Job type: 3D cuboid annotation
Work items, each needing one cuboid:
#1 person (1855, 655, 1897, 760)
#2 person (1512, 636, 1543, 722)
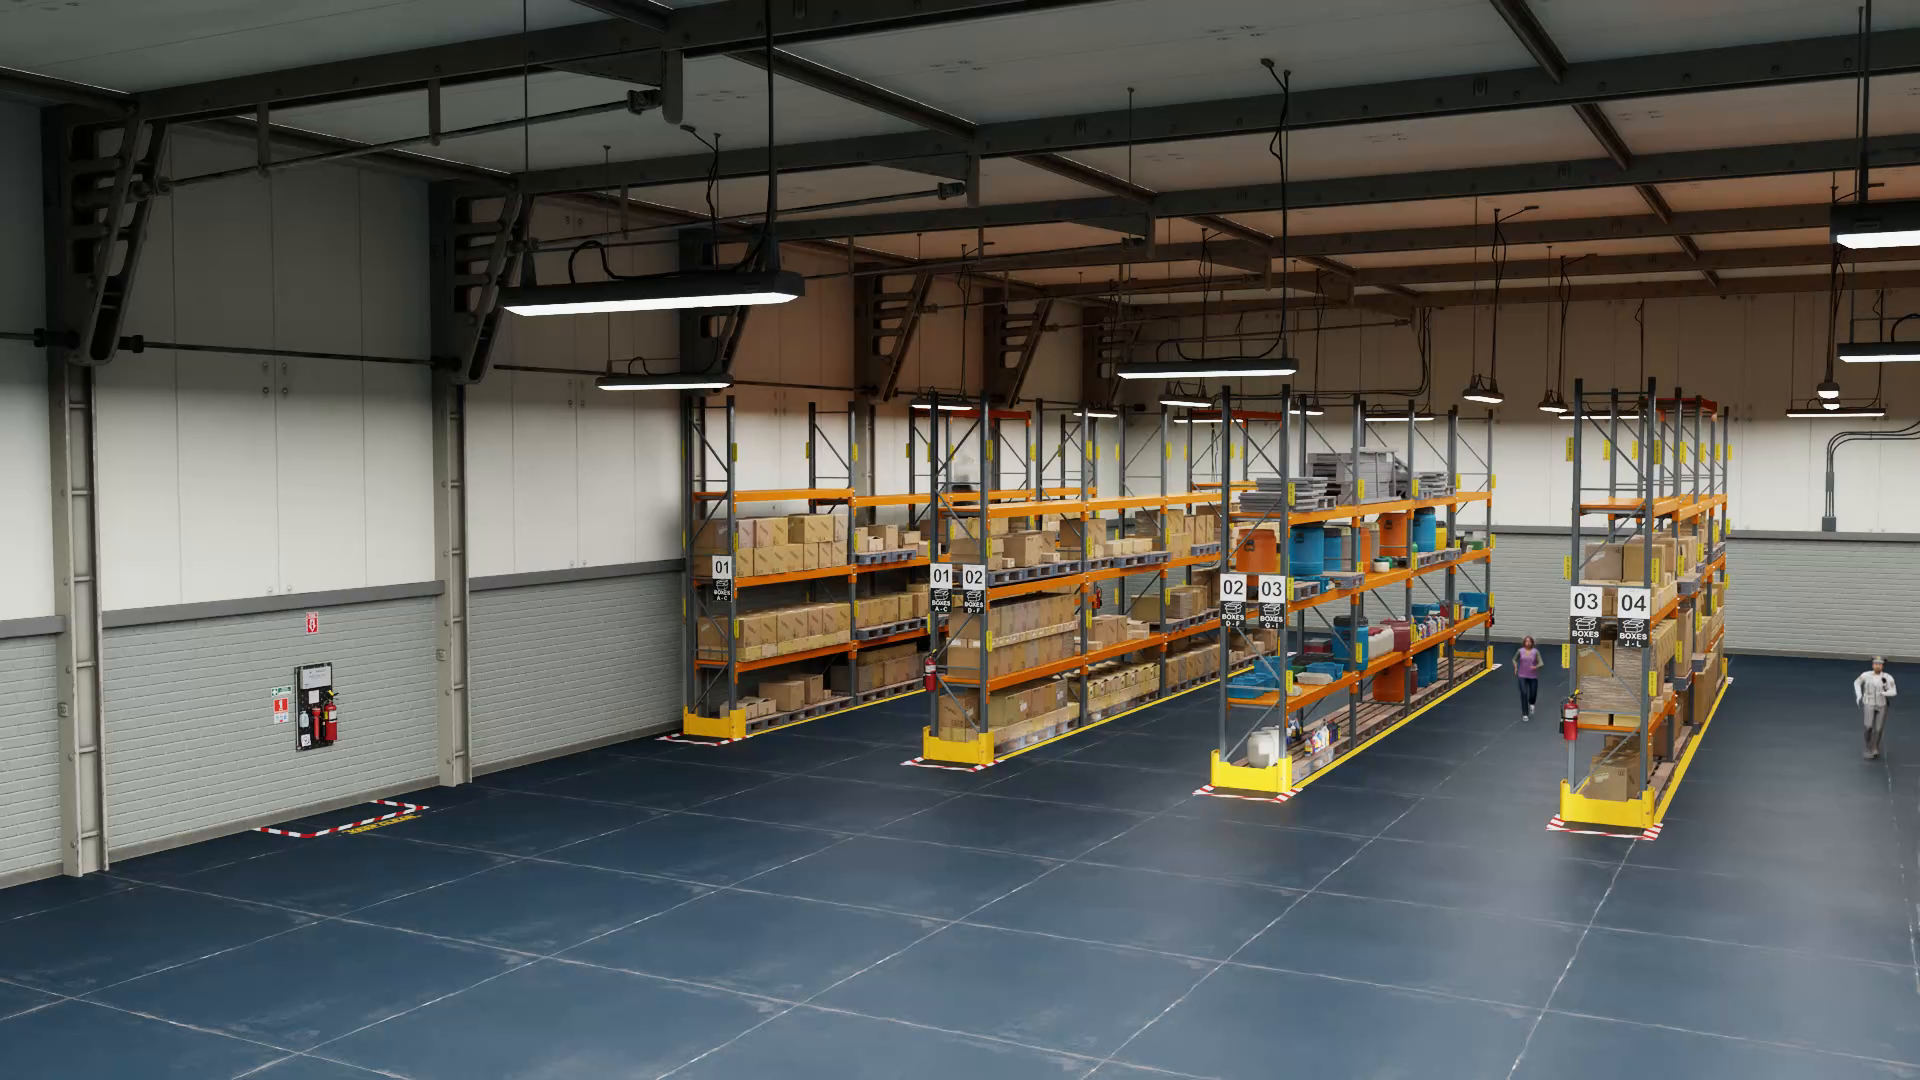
[{"bbox_3d":[14.941,2.728,27.143,0.591,1.708,0.655,1,3,26],"label":"person"},{"bbox_3d":[10.616,2.575,31.111,0.548,1.568,0.796,1,3,19],"label":"person"}]
